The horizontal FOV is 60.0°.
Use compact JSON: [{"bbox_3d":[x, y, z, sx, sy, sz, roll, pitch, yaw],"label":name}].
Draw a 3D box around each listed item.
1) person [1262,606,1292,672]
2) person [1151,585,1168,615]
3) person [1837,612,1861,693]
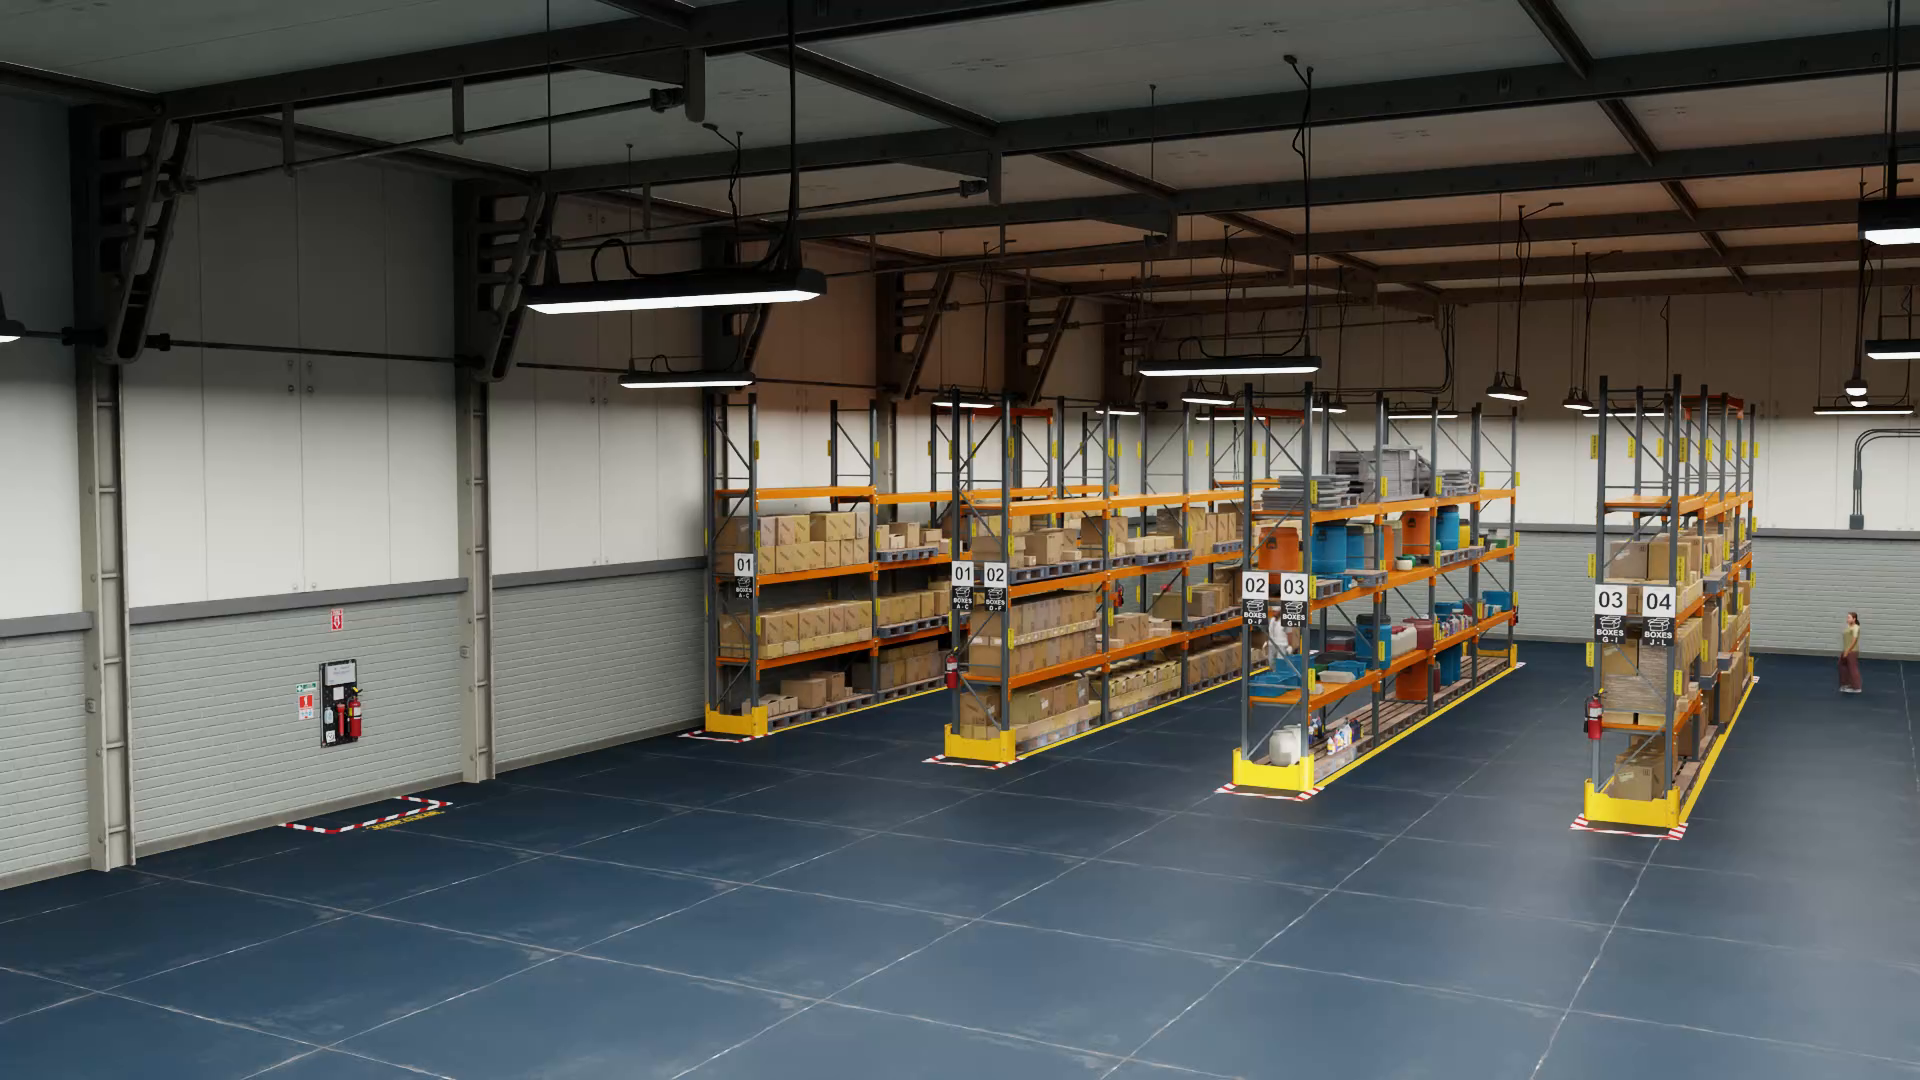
[{"bbox_3d":[6.641,2.245,34.896,0.653,1.765,0.618,3,4,43],"label":"person"},{"bbox_3d":[4.827,1.952,39.862,0.633,1.721,1.034,2,4,34],"label":"person"},{"bbox_3d":[18.322,2.341,34.252,0.471,1.727,0.503,2,4,32],"label":"person"}]
